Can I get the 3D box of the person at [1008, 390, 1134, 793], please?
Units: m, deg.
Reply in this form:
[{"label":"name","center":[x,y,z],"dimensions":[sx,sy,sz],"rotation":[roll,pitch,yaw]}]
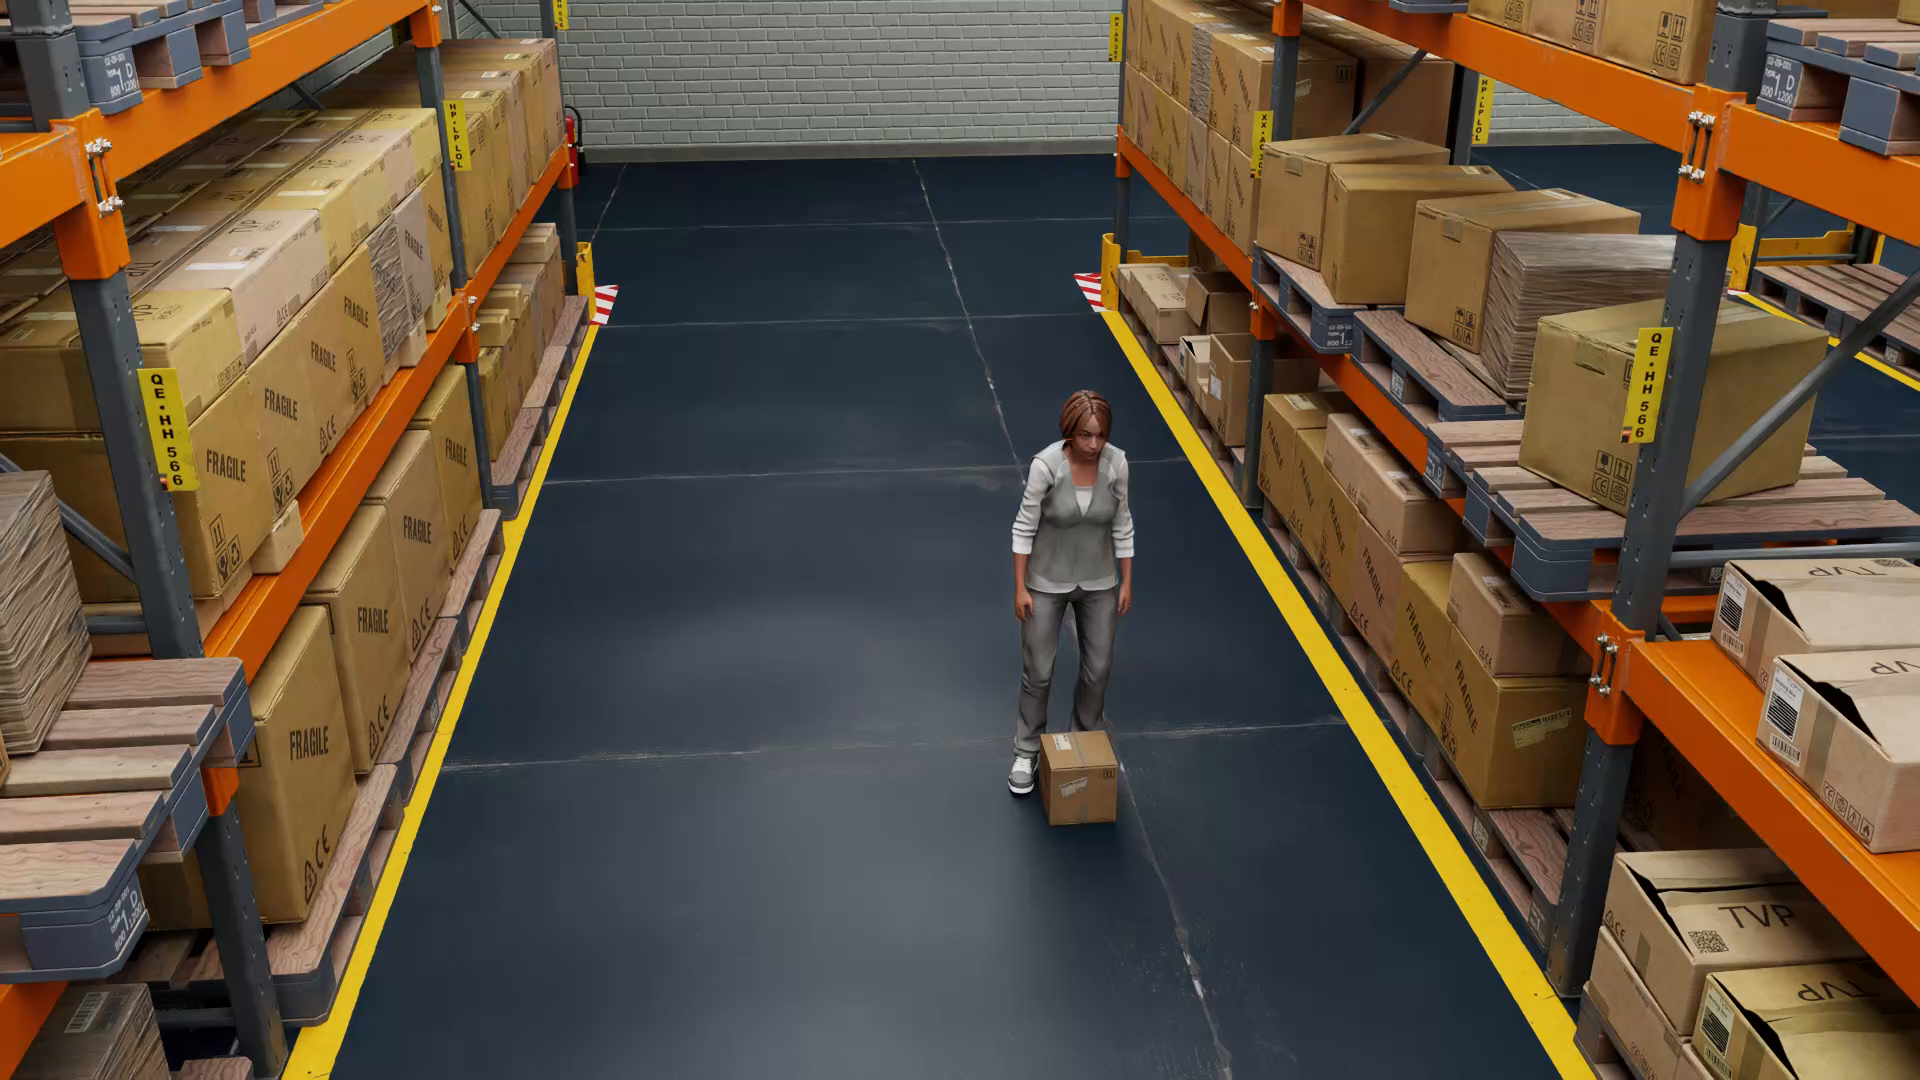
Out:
[{"label":"person","center":[0.414,0.185,6.201],"dimensions":[0.483,1.592,0.347],"rotation":[-4,24,-8]}]
